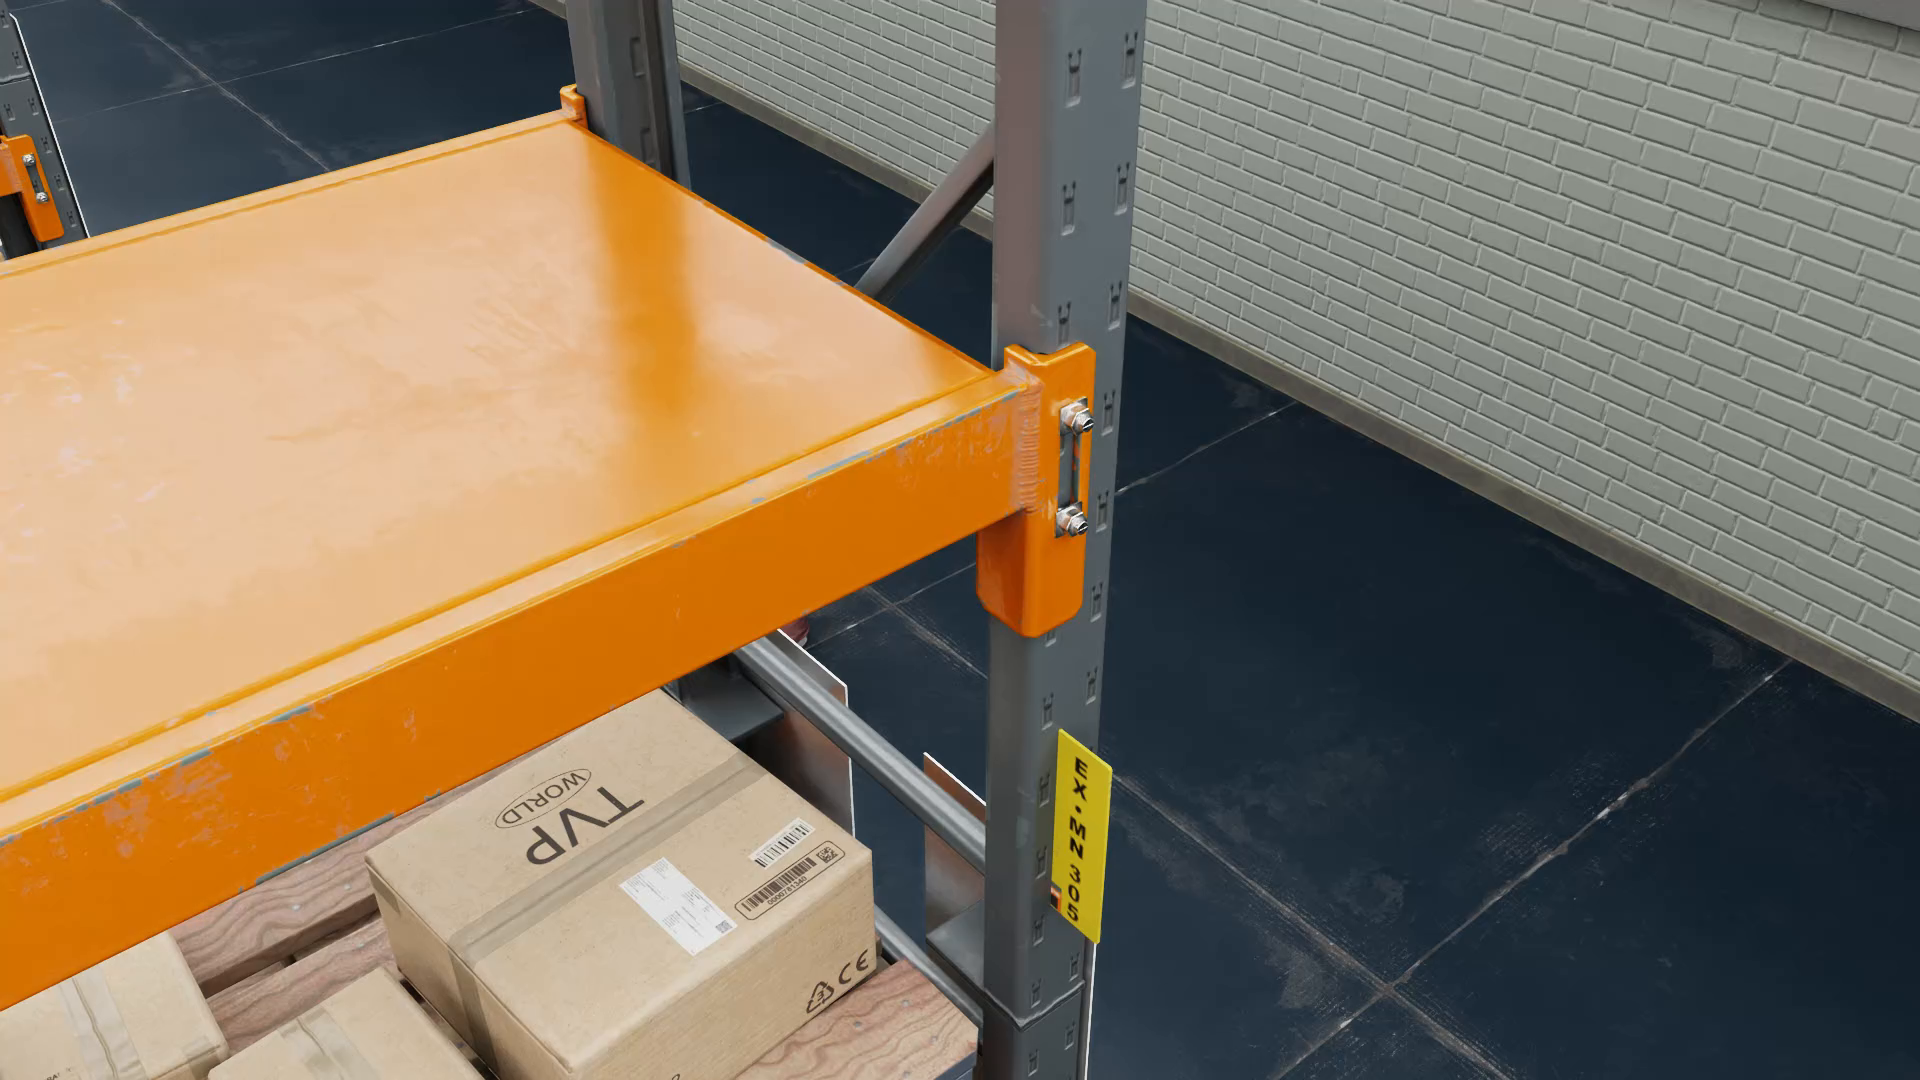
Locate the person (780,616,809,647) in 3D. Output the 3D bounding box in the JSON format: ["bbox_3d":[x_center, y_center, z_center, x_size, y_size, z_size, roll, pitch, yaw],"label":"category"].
[{"bbox_3d":[-0.845,-0.198,7.352,0.416,1.671,0.509,-29,45,-34],"label":"person"}]
